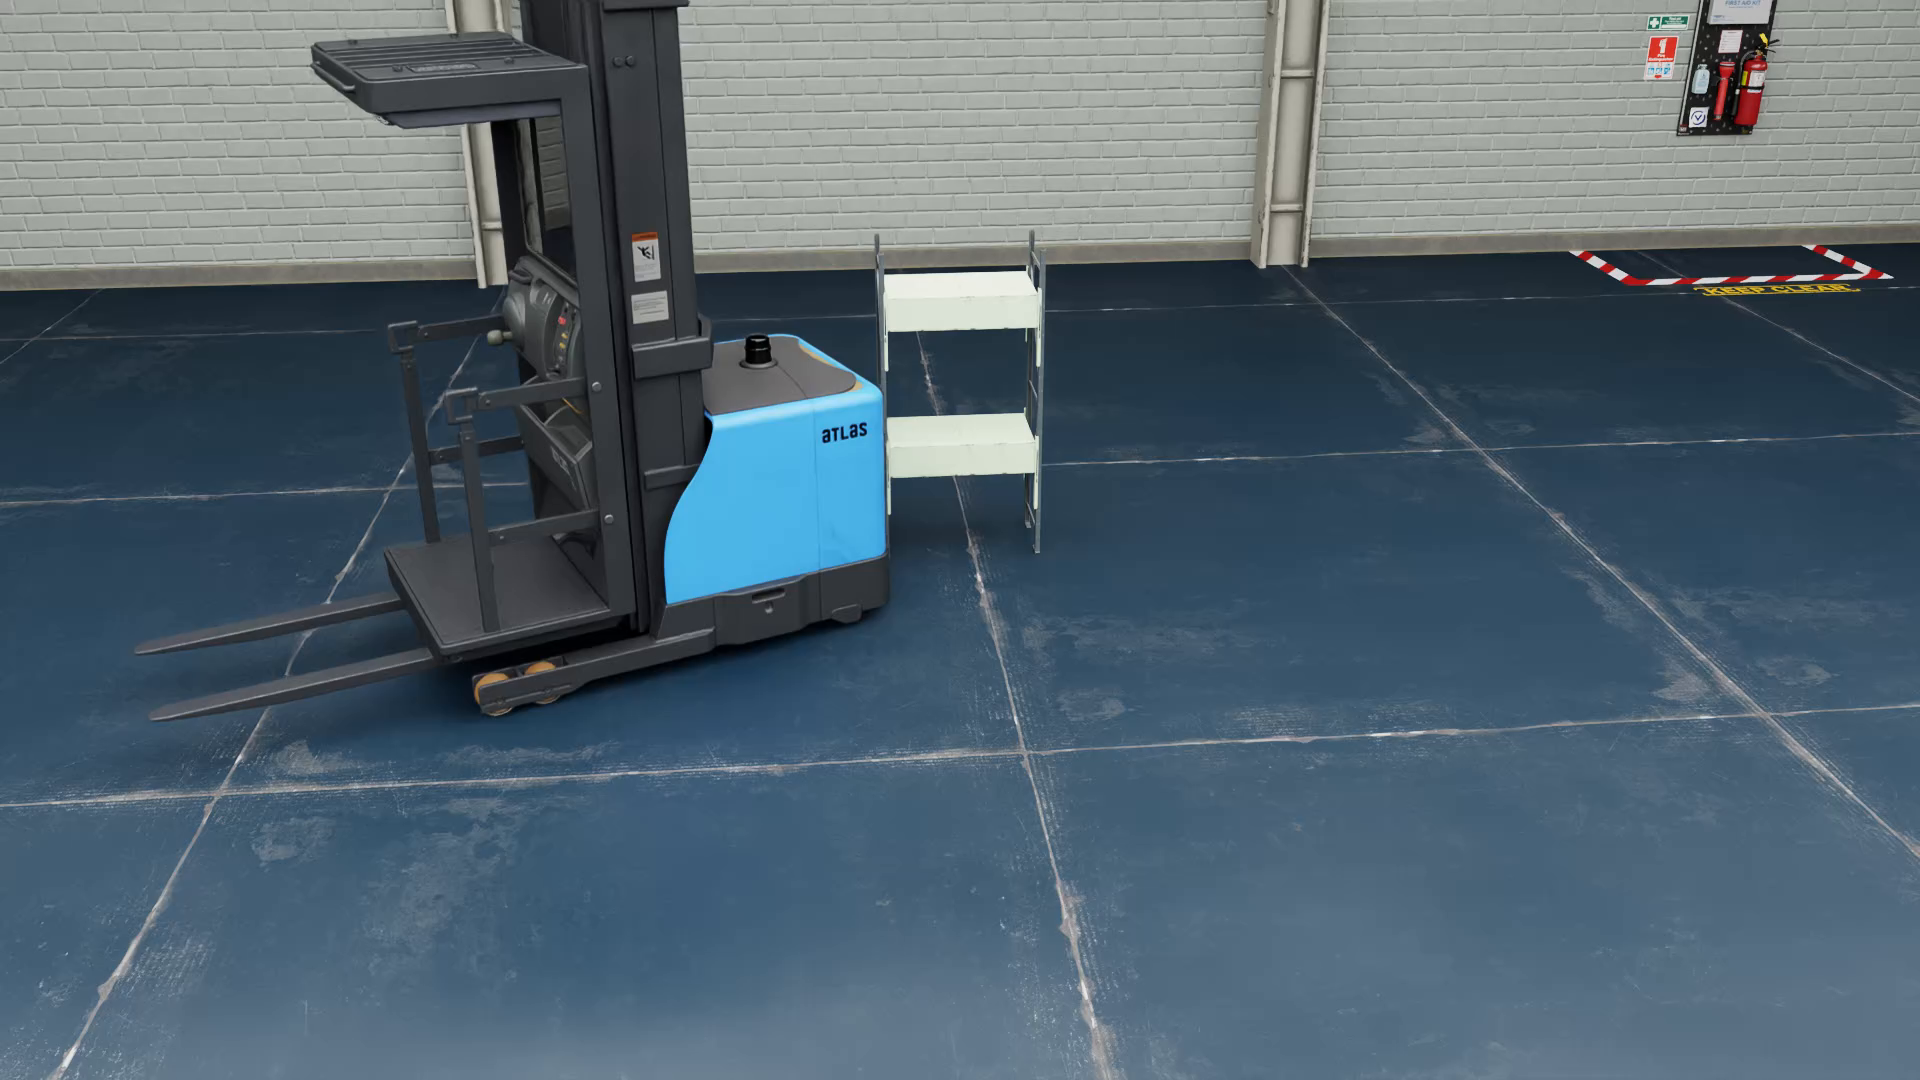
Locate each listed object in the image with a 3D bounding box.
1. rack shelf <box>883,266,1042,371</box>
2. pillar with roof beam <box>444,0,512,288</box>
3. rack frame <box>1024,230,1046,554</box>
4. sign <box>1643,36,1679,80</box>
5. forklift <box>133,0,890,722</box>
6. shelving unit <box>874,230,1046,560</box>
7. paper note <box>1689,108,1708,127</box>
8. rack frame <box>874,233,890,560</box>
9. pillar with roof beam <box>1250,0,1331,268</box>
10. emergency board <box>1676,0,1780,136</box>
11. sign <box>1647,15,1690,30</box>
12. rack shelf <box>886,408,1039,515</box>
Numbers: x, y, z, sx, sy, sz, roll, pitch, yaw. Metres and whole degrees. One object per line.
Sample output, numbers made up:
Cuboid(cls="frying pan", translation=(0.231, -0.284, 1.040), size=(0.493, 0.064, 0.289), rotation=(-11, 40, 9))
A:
Cuboid(cls="rack shelf", translation=(-0.007, -1.042, 7.786), size=(0.720, 0.370, 0.431), rotation=(-2, 24, -5))
Cuboid(cls="pillar with roof beam", translation=(-3.019, -4.337, 6.928), size=(0.400, 9.000, 9.100), rotation=(-2, 24, -5))
Cuboid(cls="rack frame", translation=(0.358, -0.700, 7.978), size=(0.023, 1.500, 0.400), rotation=(-2, 24, -5))
Cuboid(cls="sign", translation=(5.476, -3.767, 12.988), size=(0.234, 0.329, 0.001), rotation=(-2, 24, -5))
Cuboid(cls="forklift", translation=(-1.855, -0.880, 6.622), size=(3.031, 2.935, 1.130), rotation=(-13, 27, -26))
Cuboid(cls="shelving unit", translation=(-0.007, -0.685, 7.945), size=(0.755, 1.500, 0.431), rotation=(-2, 24, -5))
Cuboid(cls="paper note", translation=(5.854, -3.350, 13.177), size=(0.142, 0.148, 0.016), rotation=(-2, 24, -5))
Cuboid(cls="rack frame", translation=(-0.371, -0.670, 7.912), size=(0.023, 1.500, 0.400), rotation=(-2, 24, -5))
Cuboid(cls="pillar with roof beam", translation=(2.952, -4.576, 7.467), size=(0.400, 9.000, 9.100), rotation=(-2, 24, -5))
Cuboid(cls="emergency board", translation=(6.037, -3.731, 12.952), size=(0.643, 1.169, 0.194), rotation=(-2, 24, -5))
Cuboid(cls="sign", translation=(5.482, -4.006, 12.873), size=(0.331, 0.109, 0.001), rotation=(-2, 24, -5))
Cuboid(cls="rack shelf", translation=(-0.007, -0.387, 8.077), size=(0.720, 0.370, 0.431), rotation=(-2, 24, -5))
